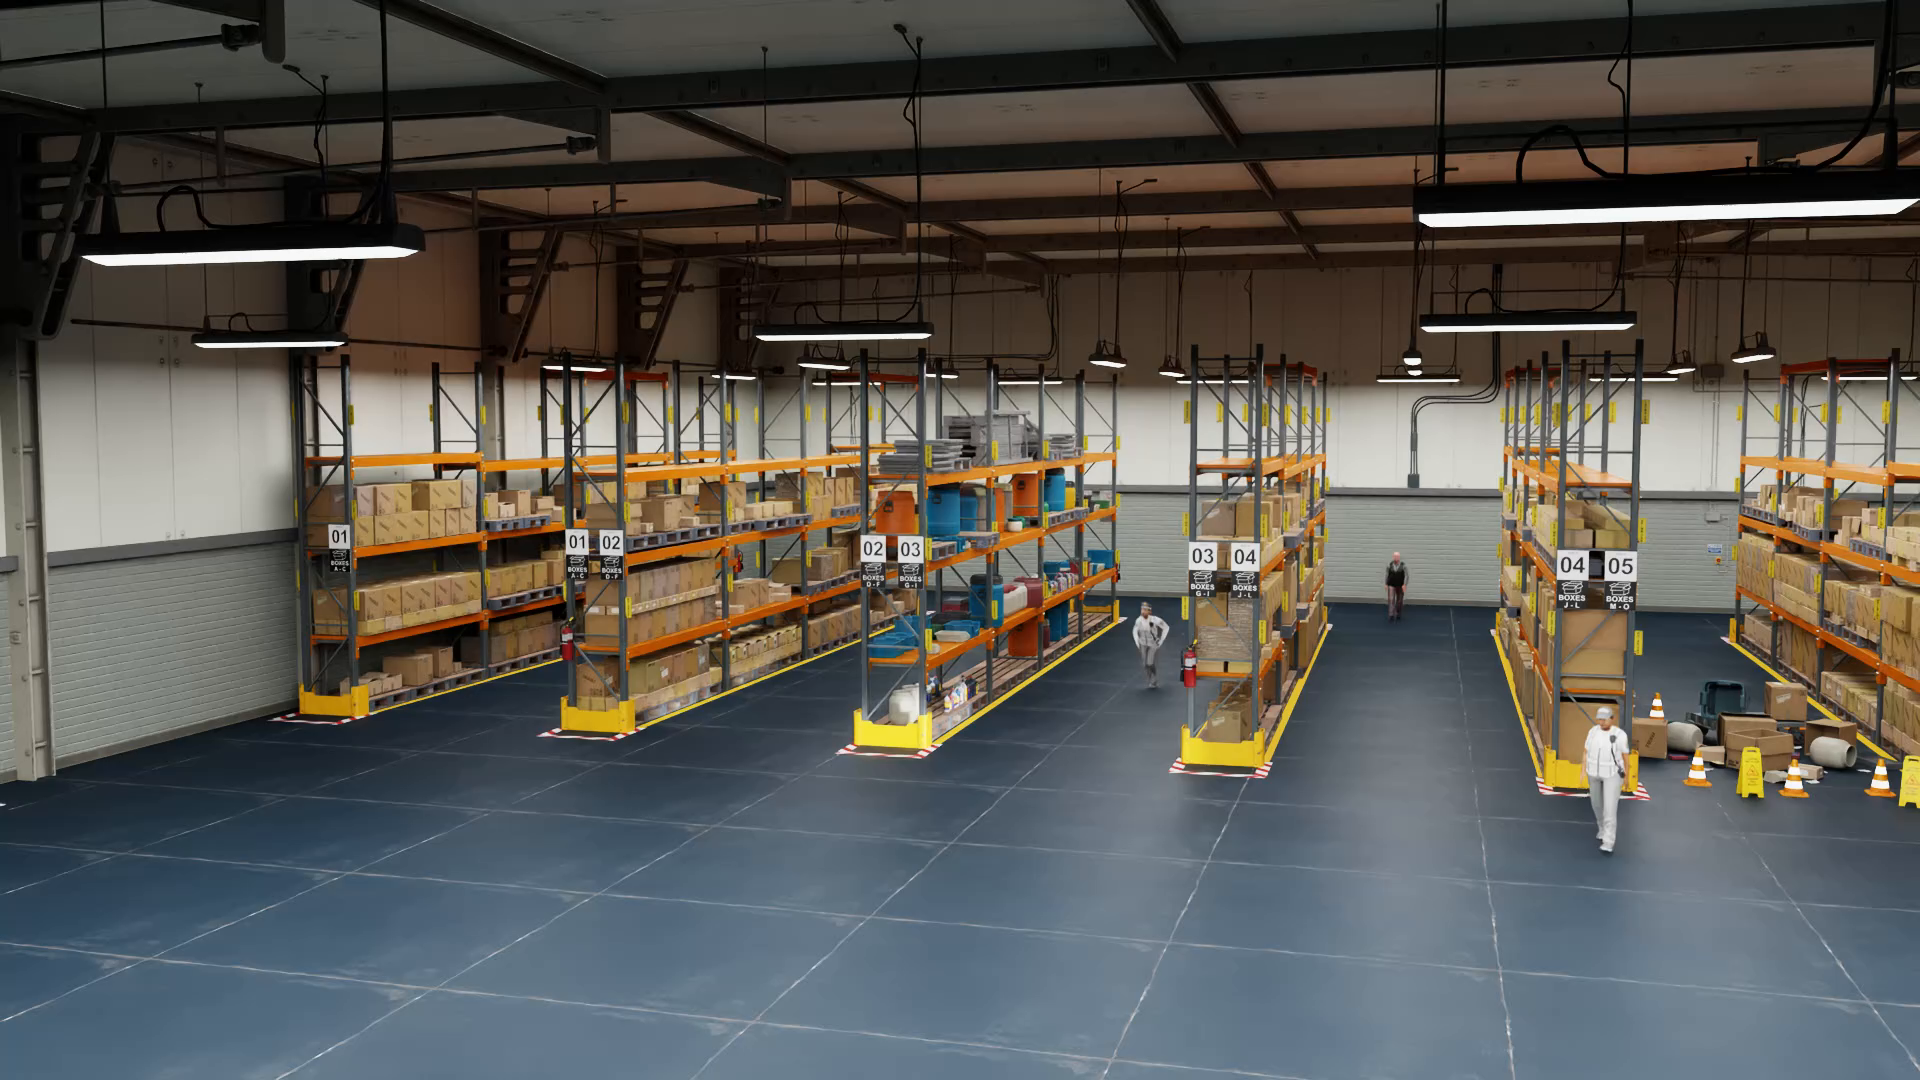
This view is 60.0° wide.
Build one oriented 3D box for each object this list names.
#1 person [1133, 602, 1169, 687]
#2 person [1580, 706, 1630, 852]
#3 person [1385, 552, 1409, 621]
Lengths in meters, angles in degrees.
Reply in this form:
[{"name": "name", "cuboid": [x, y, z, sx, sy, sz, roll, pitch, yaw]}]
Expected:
[{"name": "person", "cuboid": [3.506, 1.919, 30.461, 0.666, 1.610, 0.695, 2, 5, 27]}, {"name": "person", "cuboid": [7.495, 2.744, 19.315, 0.848, 1.641, 0.517, -4, 6, -42]}, {"name": "person", "cuboid": [10.600, 1.125, 40.326, 0.538, 1.655, 1.082, 1, 4, 10]}]
